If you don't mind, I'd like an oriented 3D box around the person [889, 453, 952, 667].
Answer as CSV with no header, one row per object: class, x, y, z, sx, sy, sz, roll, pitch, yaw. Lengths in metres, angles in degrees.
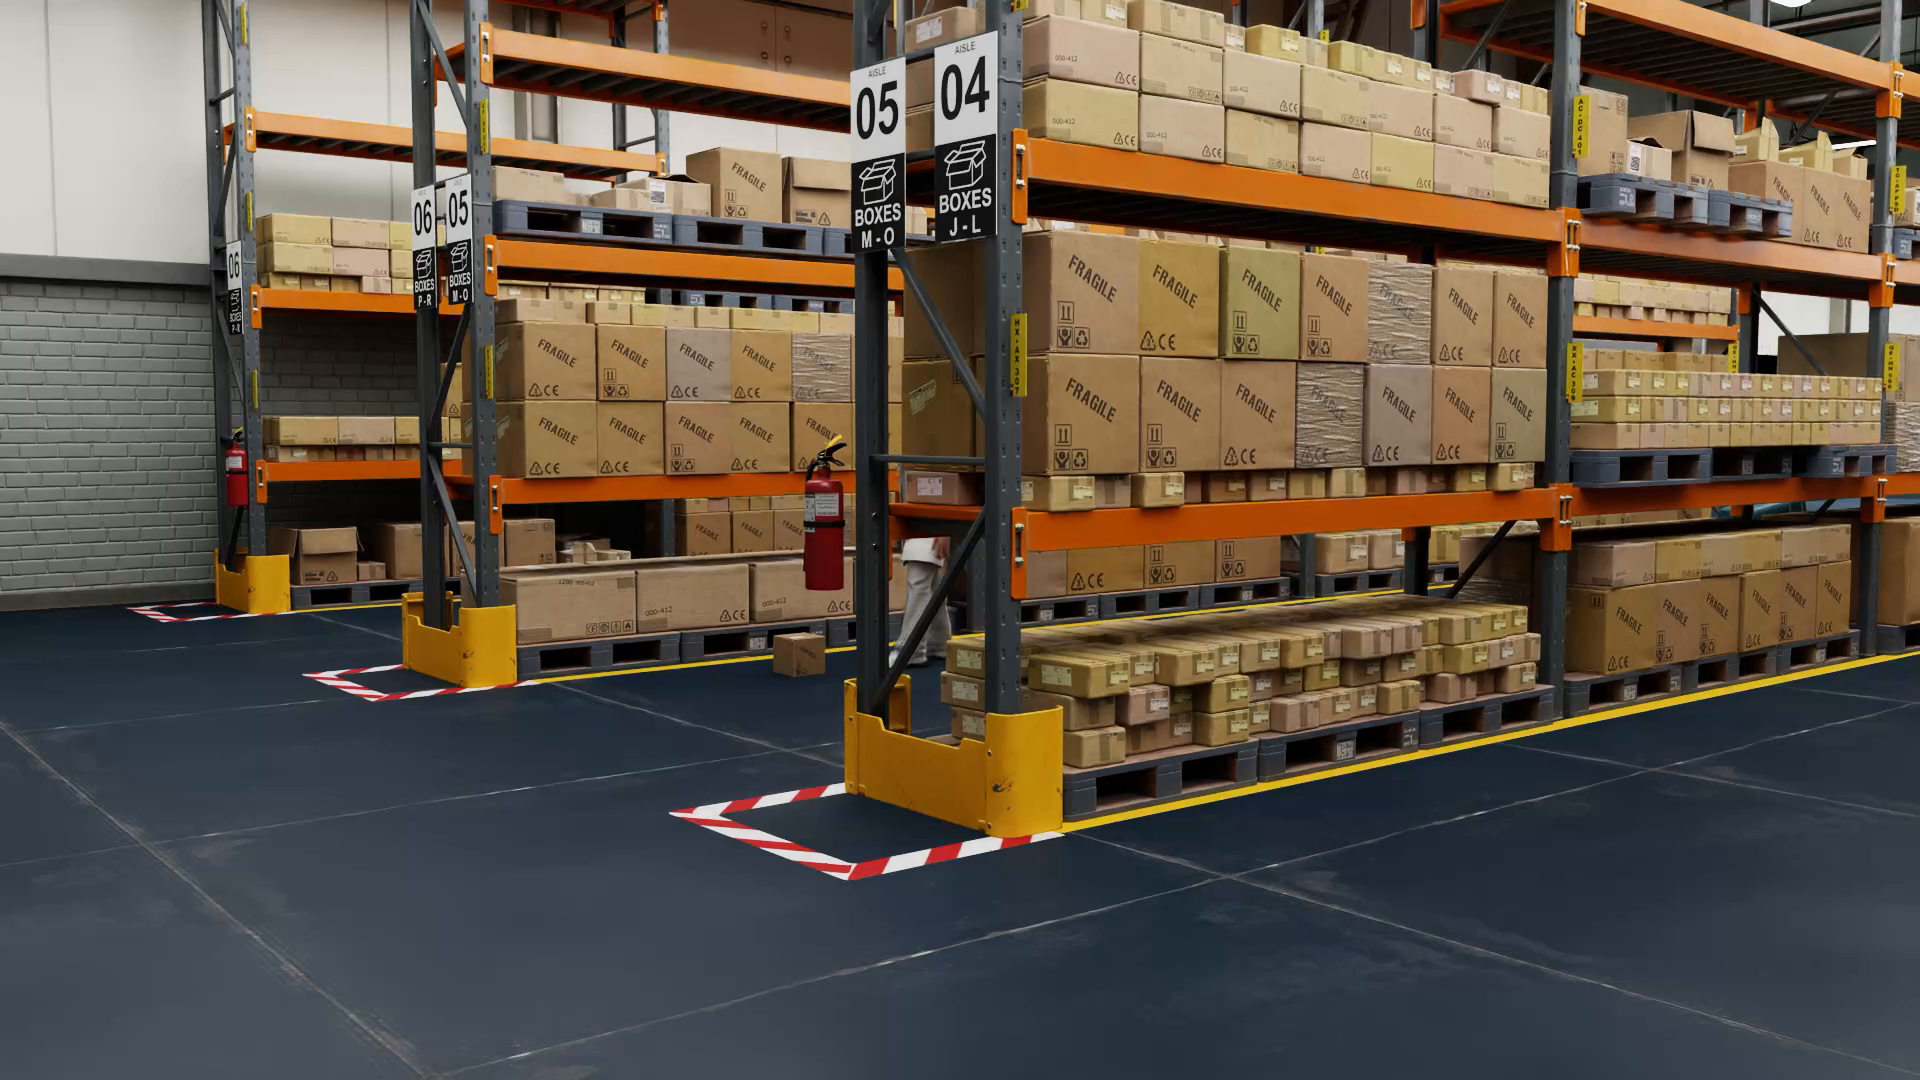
person,-0.331,-0.050,11.429,0.695,1.768,0.632,-2,5,-24
